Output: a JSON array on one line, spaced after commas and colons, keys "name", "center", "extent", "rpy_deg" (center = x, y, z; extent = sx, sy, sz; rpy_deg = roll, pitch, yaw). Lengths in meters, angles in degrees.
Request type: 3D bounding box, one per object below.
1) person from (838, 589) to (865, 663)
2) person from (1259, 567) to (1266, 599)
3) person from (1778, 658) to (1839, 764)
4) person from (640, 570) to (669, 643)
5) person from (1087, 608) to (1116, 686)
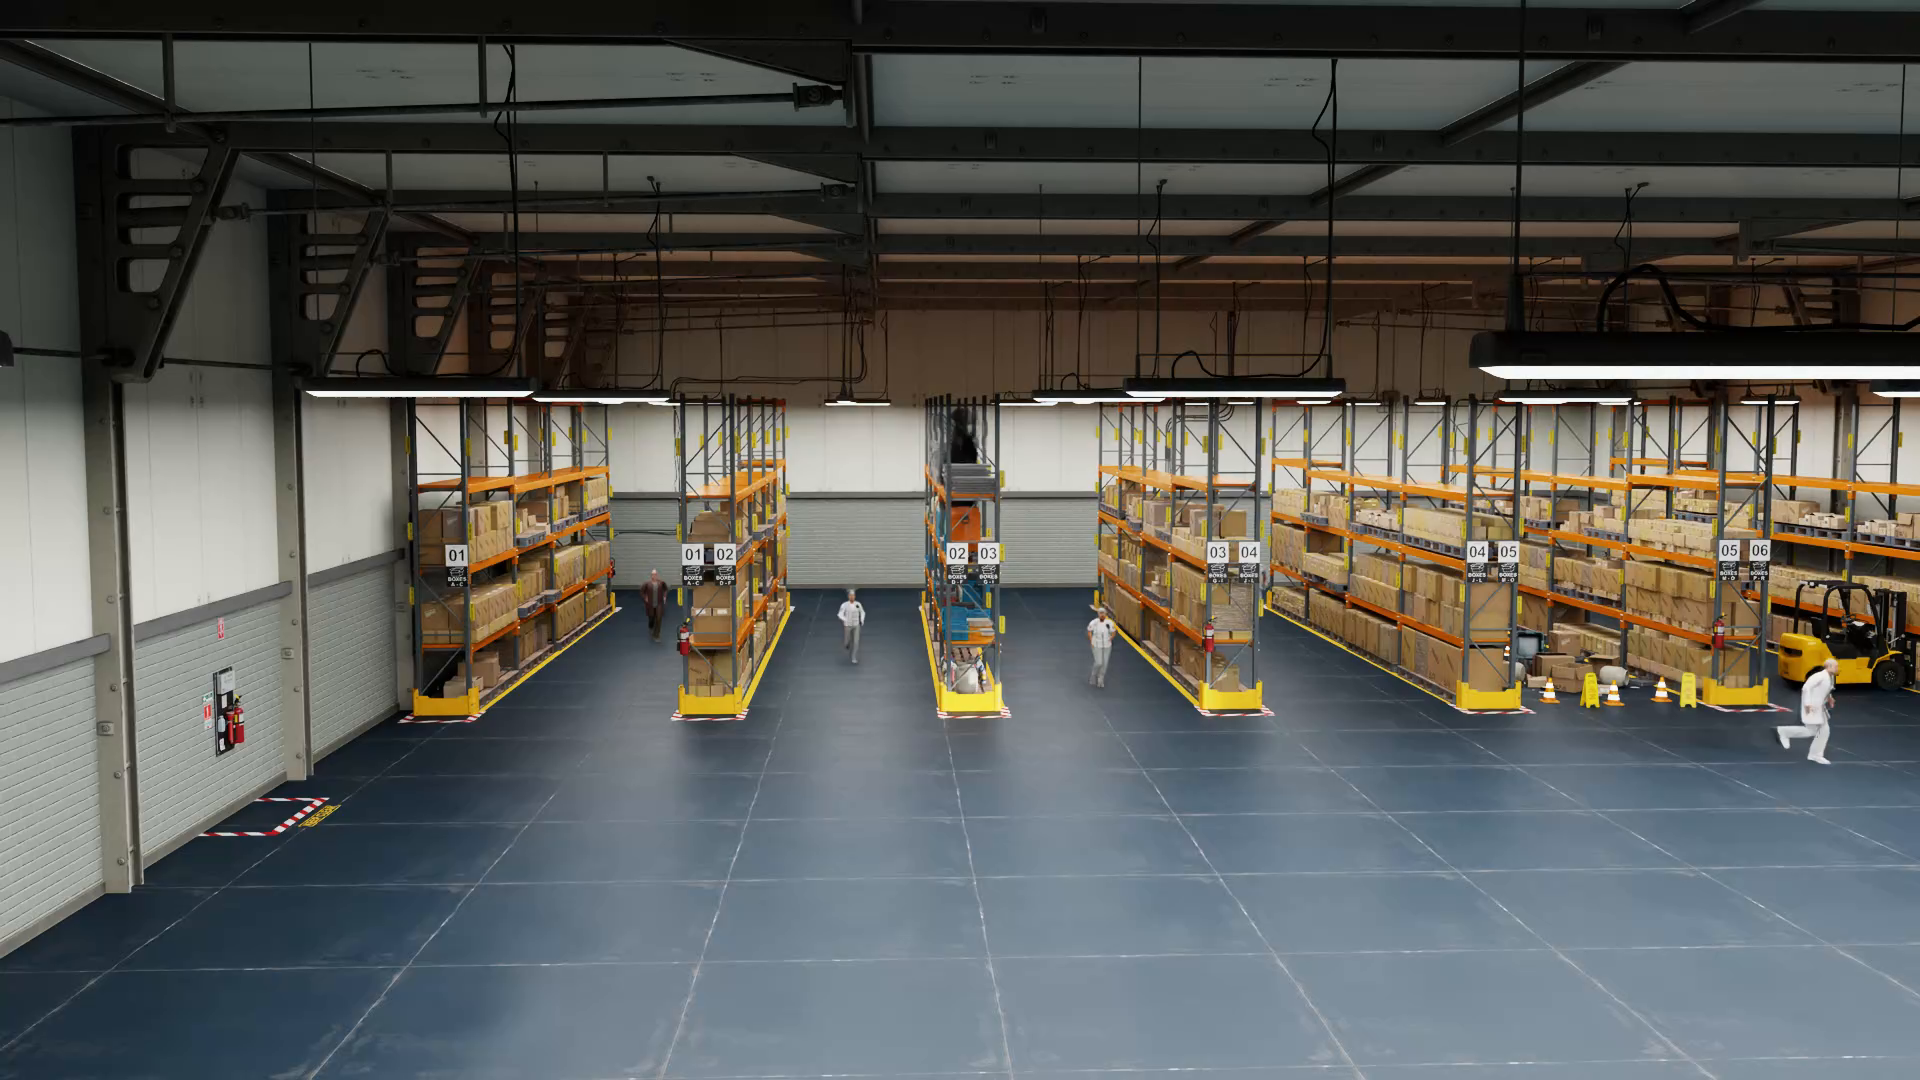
[{"name": "person", "center": [-2.431, 1.928, 37.536], "extent": [0.625, 1.654, 0.724], "rpy_deg": [-1, 5, -11]}, {"name": "person", "center": [7.831, 1.341, 44.201], "extent": [0.685, 1.775, 1.033], "rpy_deg": [0, 5, -3]}, {"name": "person", "center": [13.819, 2.753, 27.087], "extent": [0.884, 1.727, 0.712], "rpy_deg": [4, 6, 42]}, {"name": "person", "center": [-7.509, 1.621, 40.919], "extent": [0.712, 1.764, 0.918], "rpy_deg": [-1, 5, -15]}, {"name": "person", "center": [2.926, 2.205, 34.167], "extent": [0.586, 1.634, 0.583], "rpy_deg": [0, 5, -6]}]
